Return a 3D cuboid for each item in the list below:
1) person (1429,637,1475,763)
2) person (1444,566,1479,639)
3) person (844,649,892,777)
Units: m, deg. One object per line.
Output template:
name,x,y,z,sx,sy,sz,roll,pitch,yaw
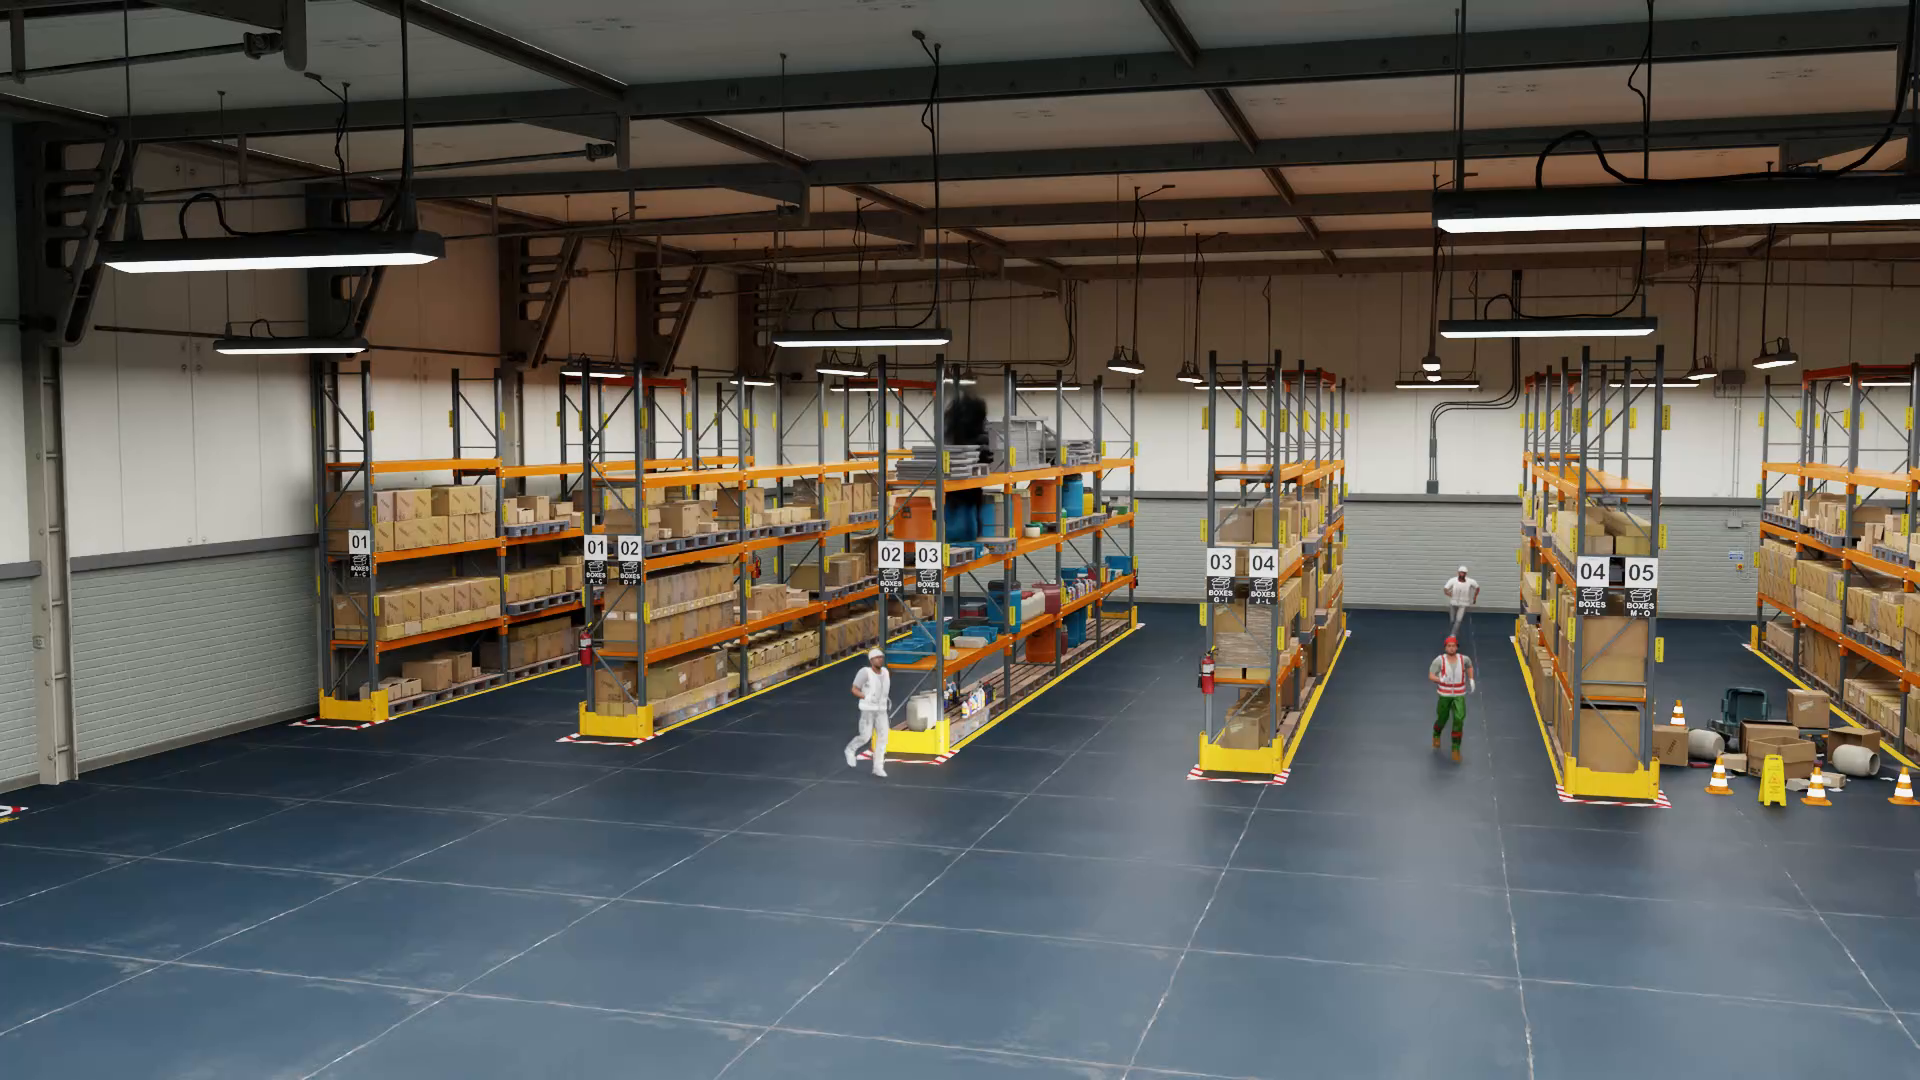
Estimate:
person,7.324,2.332,24.806,0.673,1.814,0.980,1,4,9
person,11.262,1.461,37.440,0.746,1.754,1.013,2,5,27
person,-1.236,2.426,23.650,0.698,1.766,0.908,-3,5,-37
